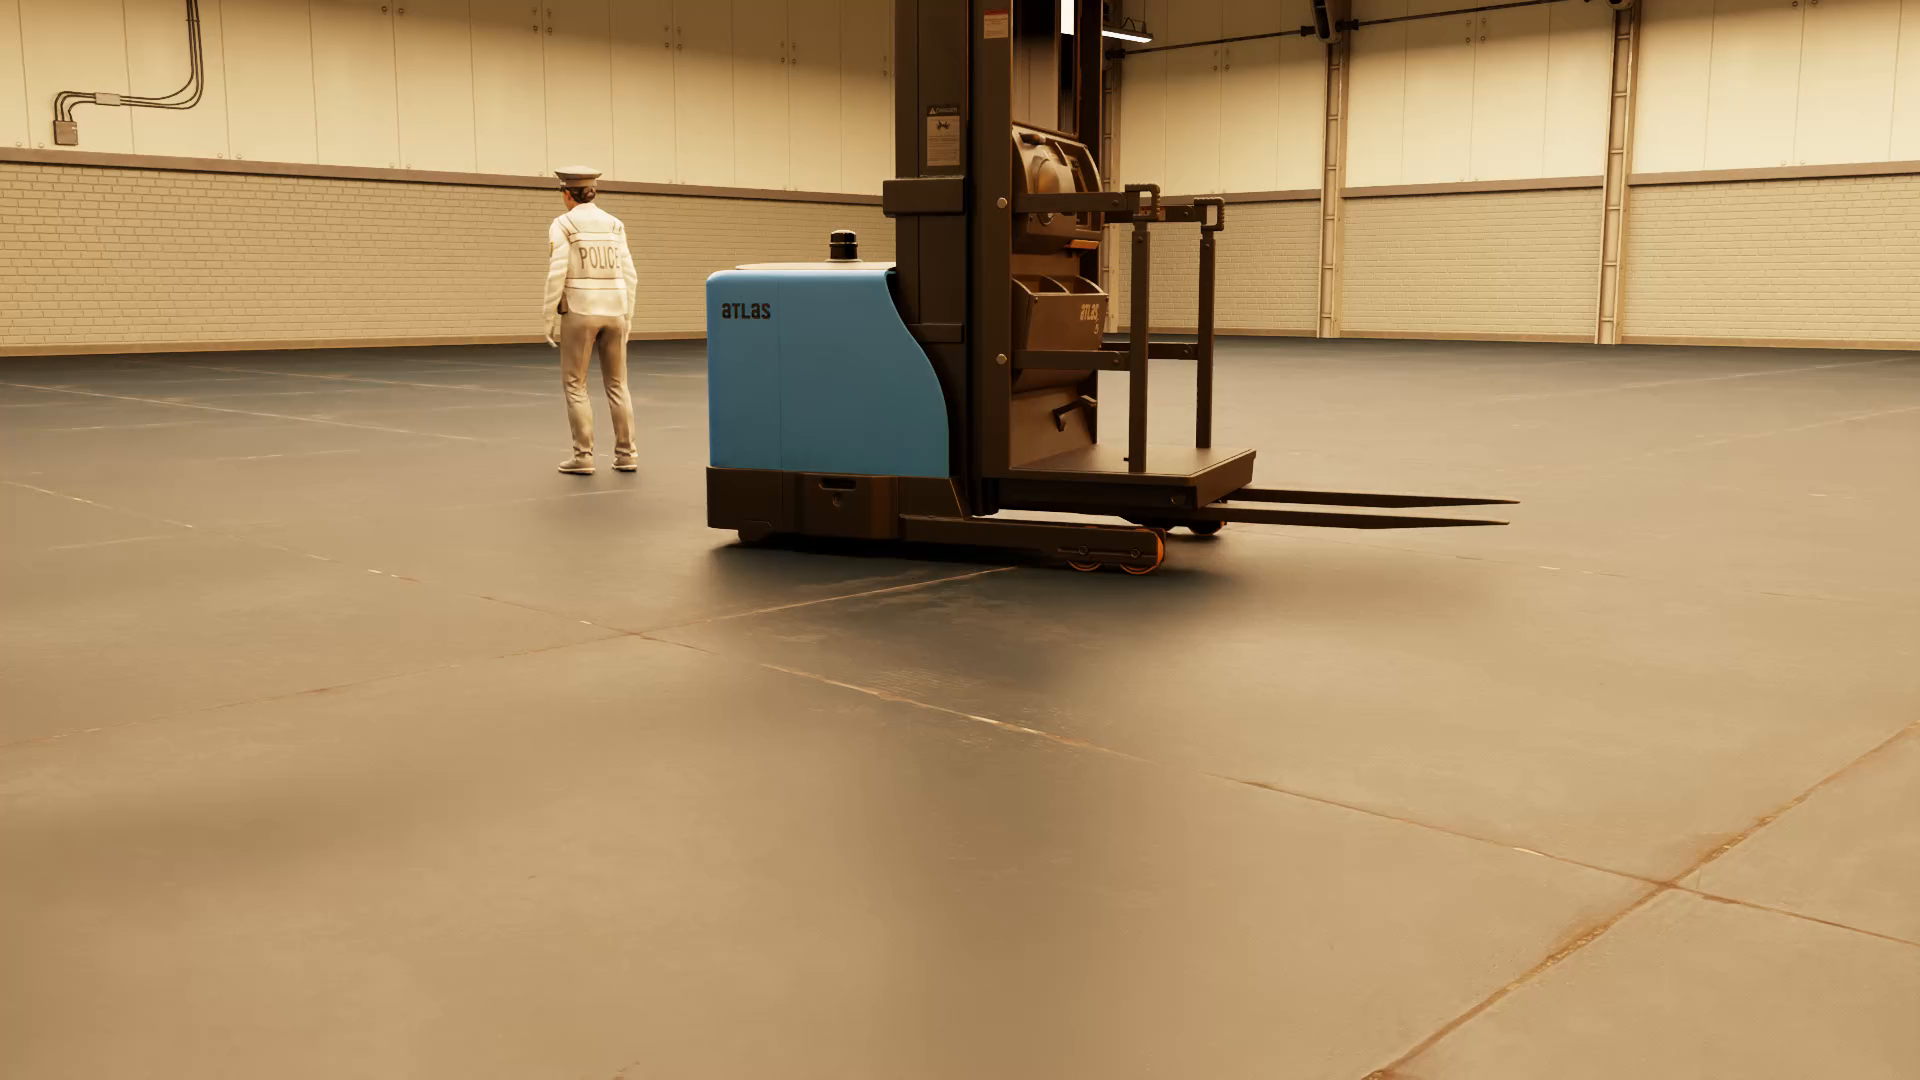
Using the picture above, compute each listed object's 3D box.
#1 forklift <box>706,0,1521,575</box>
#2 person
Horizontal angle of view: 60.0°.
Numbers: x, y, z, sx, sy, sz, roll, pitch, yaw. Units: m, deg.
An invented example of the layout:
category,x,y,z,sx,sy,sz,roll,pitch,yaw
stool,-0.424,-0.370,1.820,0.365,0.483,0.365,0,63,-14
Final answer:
category,x,y,z,sx,sy,sz,roll,pitch,yaw
forklift,0.565,-1.416,6.275,3.031,2.935,1.130,3,9,22
person,-2.021,-1.199,9.096,0.543,1.665,0.372,-7,11,-38
